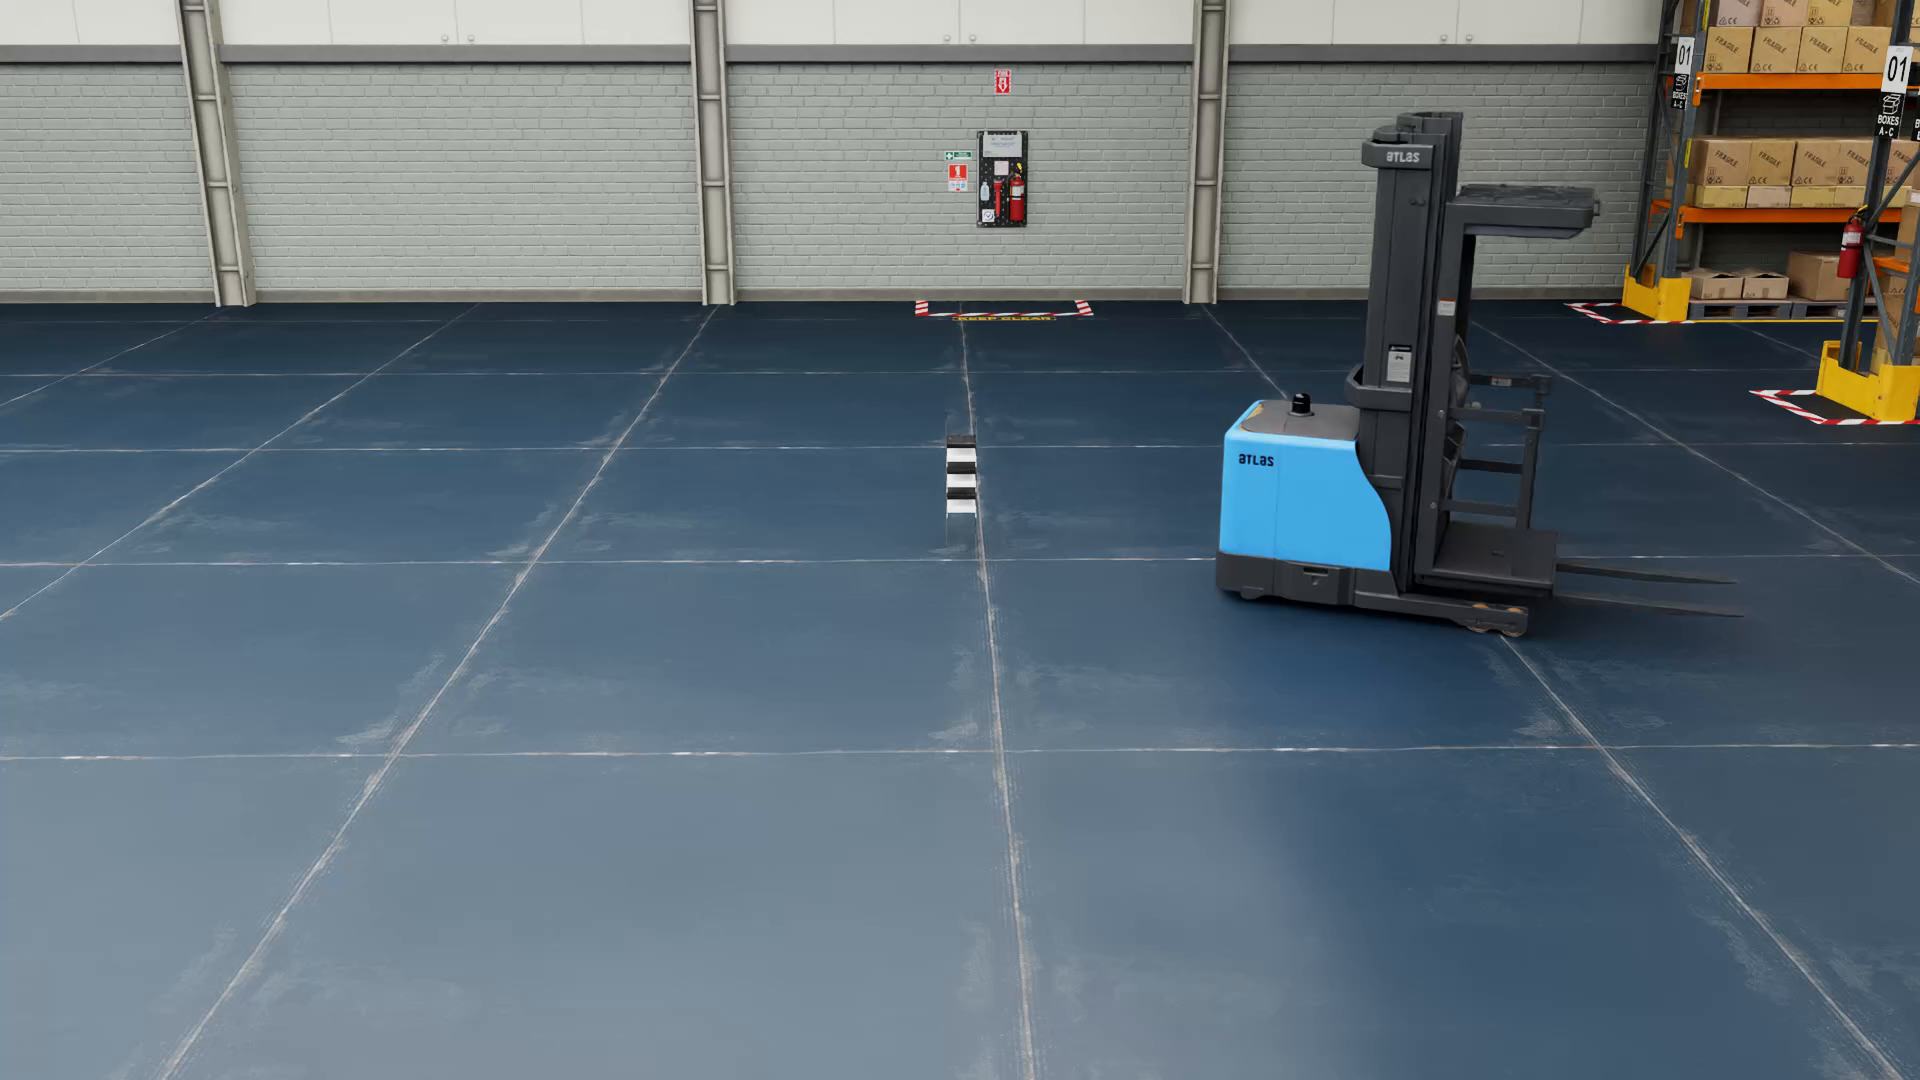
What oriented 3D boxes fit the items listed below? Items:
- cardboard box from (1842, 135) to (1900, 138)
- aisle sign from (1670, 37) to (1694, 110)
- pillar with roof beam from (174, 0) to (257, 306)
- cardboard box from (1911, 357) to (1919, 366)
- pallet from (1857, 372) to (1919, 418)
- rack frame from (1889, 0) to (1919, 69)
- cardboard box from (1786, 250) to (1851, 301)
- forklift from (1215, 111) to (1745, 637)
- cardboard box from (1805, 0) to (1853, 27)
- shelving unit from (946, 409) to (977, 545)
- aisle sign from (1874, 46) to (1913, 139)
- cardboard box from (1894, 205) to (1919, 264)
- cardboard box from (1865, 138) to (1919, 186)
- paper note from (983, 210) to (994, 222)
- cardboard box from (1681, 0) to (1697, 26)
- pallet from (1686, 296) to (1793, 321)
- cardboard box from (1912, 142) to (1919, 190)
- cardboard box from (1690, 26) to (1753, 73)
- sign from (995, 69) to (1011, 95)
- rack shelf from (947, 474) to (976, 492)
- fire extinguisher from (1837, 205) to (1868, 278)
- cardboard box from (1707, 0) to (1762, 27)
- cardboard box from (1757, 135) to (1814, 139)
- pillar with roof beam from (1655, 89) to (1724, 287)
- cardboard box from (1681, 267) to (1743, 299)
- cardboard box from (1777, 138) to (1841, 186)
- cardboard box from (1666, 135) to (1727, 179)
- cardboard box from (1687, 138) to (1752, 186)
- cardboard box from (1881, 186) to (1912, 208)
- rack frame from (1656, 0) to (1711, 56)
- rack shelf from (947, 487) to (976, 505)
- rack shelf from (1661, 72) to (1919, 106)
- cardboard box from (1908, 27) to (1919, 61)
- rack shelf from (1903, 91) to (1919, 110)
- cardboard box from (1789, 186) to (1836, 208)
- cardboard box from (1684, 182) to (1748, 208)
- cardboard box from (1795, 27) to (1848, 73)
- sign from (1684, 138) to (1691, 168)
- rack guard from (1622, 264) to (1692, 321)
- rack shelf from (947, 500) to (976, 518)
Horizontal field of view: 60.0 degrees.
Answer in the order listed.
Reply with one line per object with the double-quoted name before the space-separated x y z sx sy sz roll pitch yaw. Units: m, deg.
"cardboard box" 10.824 -4.555 19.820 0.500 0.500 0.500 0 18 1
"aisle sign" 8.246 -5.327 18.986 0.004 0.787 0.394 0 18 -1
"pillar with roof beam" -8.930 -5.903 15.218 0.400 9.000 9.100 0 18 -1
"cardboard box" 8.935 -1.493 15.105 0.500 0.250 0.500 0 18 -1
"pallet" 9.159 -1.356 15.430 1.213 0.211 1.003 0 18 -1
"rack frame" 8.395 -5.524 14.037 0.127 3.000 1.000 0 18 -1
"cardboard box" 10.311 -3.167 19.881 0.500 0.500 0.700 -1 18 -4
"forklift" 3.172 -1.011 9.899 3.031 2.935 1.130 7 19 20
"cardboard box" 9.717 -6.063 18.792 0.500 0.500 0.500 0 18 1
"shelving unit" 0.008 -0.429 11.410 0.210 0.900 0.258 0 18 -1
"aisle sign" 8.325 -3.995 14.835 0.004 0.787 0.394 0 18 -1
"cardboard box" 8.862 -2.714 14.933 0.500 0.500 0.700 0 18 -1
"cardboard box" 10.842 -4.395 19.323 0.500 0.500 0.500 -1 18 -2
"paper note" 0.351 -4.020 20.610 0.142 0.148 0.016 0 18 -1
"cardboard box" 8.740 -6.224 19.295 0.500 0.500 0.500 1 18 2
"pallet" 9.202 -2.846 20.075 1.213 0.211 1.003 0 18 -1
"cardboard box" 8.915 -3.332 14.735 0.500 0.500 0.700 0 18 -1
"cardboard box" 8.652 -5.591 18.960 0.500 0.500 0.500 0 18 1
"sign" 0.519 -5.553 20.153 0.199 0.298 0.001 0 18 -1
"rack shelf" 0.008 -0.397 11.420 0.200 0.077 0.258 0 18 -1
"fire extinguisher" 8.270 -2.772 15.405 0.183 0.674 0.296 0 18 -1
"cardboard box" 8.703 -6.070 18.815 0.500 0.500 0.500 -2 18 -5
"cardboard box" 9.802 -4.546 19.794 0.500 0.500 0.500 -1 18 -2
"pillar with roof beam" 9.068 -5.990 15.488 0.400 9.000 9.100 0 18 -1
"cardboard box" 9.007 -3.086 19.938 0.500 0.311 0.500 -2 18 -7
"cardboard box" 9.807 -4.386 19.295 0.500 0.500 0.500 -1 18 -3
"cardboard box" 8.781 -4.543 19.784 0.500 0.500 0.500 0 18 -1
"cardboard box" 8.796 -4.386 19.296 0.500 0.500 0.500 0 18 -1
"cardboard box" 10.843 -4.036 19.432 0.500 0.250 0.500 0 18 -1
"rack frame" 8.313 -7.037 18.753 0.127 3.000 1.000 0 18 -1
"rack shelf" 0.008 -0.311 11.448 0.200 0.077 0.258 0 18 -1
"rack shelf" 10.313 -5.276 19.351 4.000 0.370 1.077 0 18 -1
"cardboard box" 10.753 -5.595 18.970 0.500 0.500 0.500 -1 18 -3
"rack shelf" 10.395 -3.763 14.635 4.000 0.370 1.077 0 18 -1
"cardboard box" 9.835 -4.032 19.418 0.500 0.250 0.500 -1 18 -2
"cardboard box" 8.806 -4.024 19.394 0.500 0.250 0.500 -1 18 -2
"cardboard box" 9.708 -5.587 18.945 0.500 0.500 0.500 1 18 2
"sign" 8.322 -4.427 19.020 0.005 0.325 0.100 0 18 -1
"rack guard" 8.389 -2.991 20.052 0.348 0.500 1.175 0 18 -1
"rack shelf" 0.008 -0.225 11.475 0.200 0.077 0.258 0 18 -1
